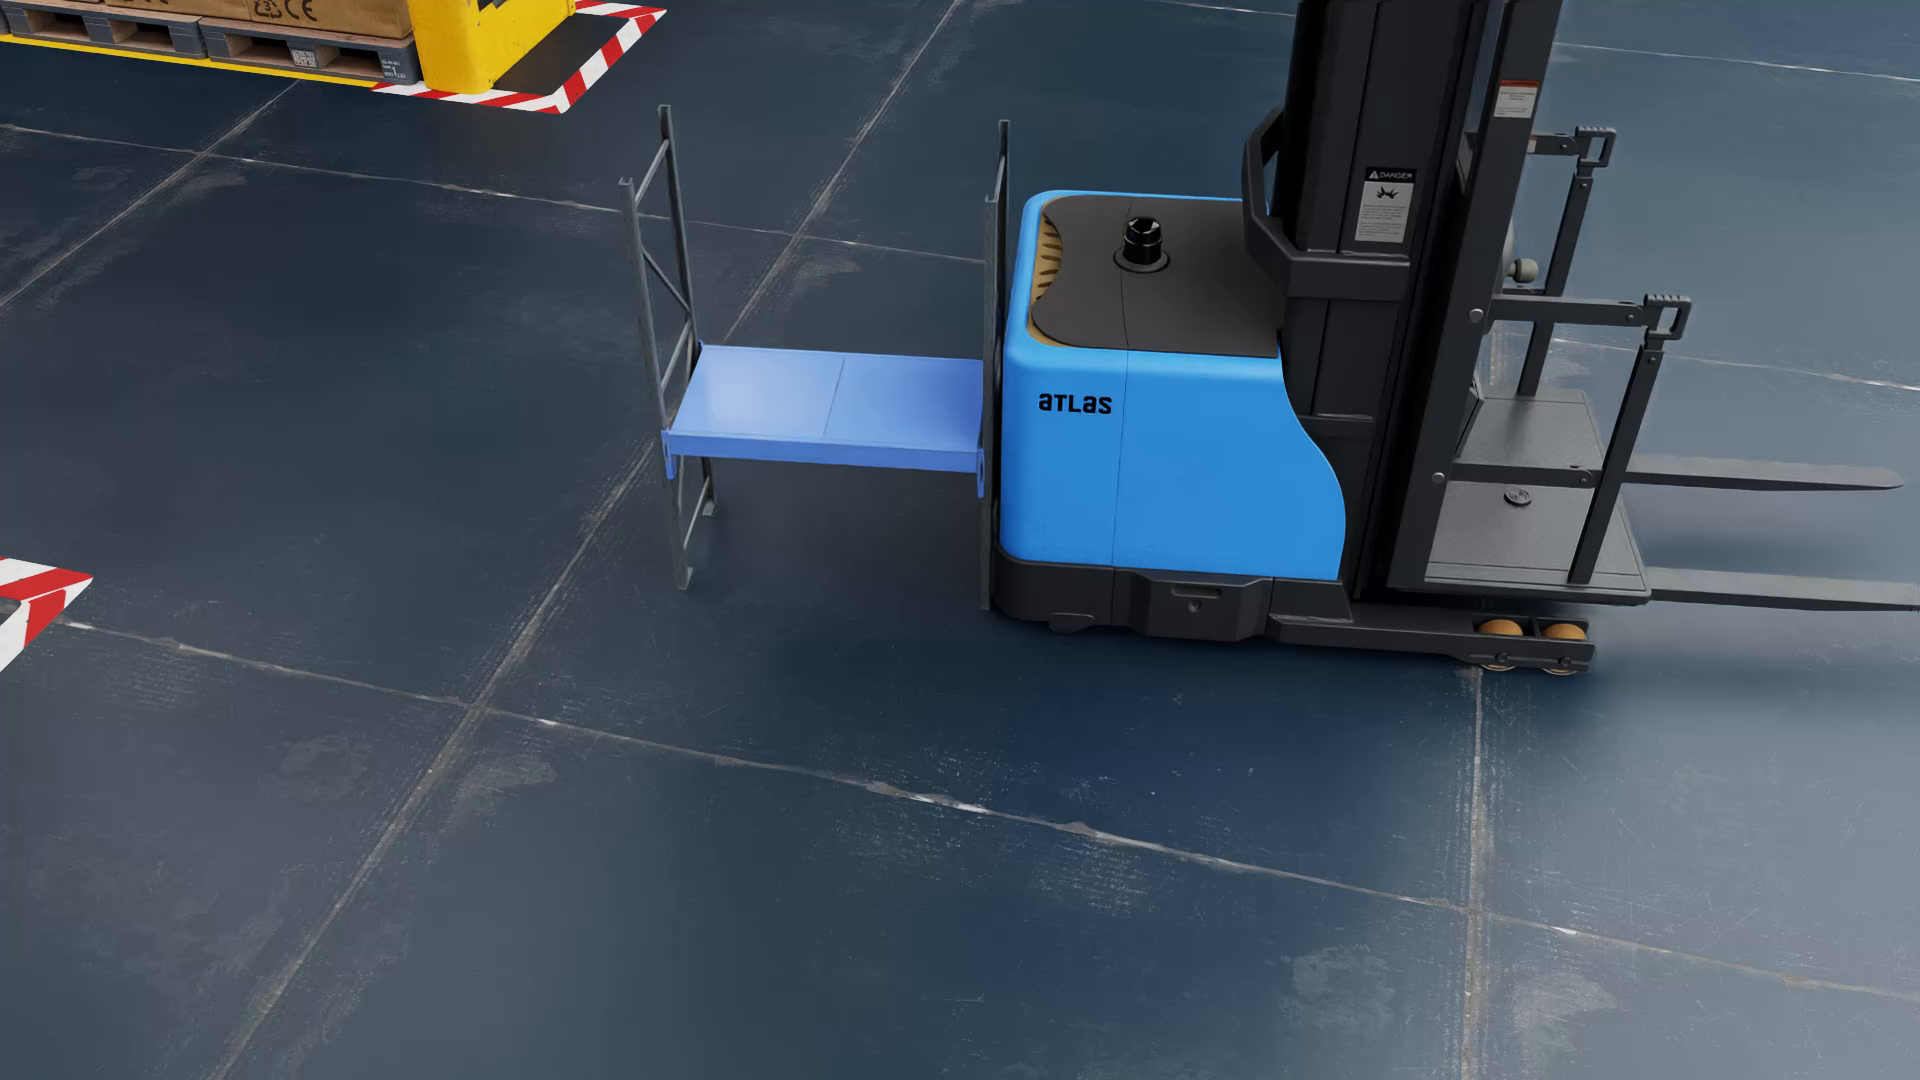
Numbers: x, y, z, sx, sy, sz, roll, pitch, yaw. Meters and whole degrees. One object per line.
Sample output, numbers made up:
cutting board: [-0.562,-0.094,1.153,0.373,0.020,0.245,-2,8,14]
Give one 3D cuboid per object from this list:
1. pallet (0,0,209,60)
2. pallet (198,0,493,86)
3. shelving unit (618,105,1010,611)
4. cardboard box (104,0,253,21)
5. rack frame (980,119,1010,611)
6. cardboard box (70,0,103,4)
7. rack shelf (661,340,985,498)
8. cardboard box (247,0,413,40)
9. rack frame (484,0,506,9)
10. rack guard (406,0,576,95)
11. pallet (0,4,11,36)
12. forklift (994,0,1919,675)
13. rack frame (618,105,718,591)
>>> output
pallet: [-4.431,-3.015,9.175,1.213,0.211,1.003,10,41,11]
pallet: [-3.256,-2.810,8.932,1.213,0.211,1.003,10,41,11]
shelving unit: [-0.399,-0.534,5.219,1.048,1.500,0.538,4,40,4]
cardboard box: [-3.986,-3.358,8.741,0.875,0.875,0.875,9,41,11]
rack frame: [0.107,-0.502,5.182,0.032,1.500,0.500,4,40,4]
cardboard box: [-4.866,-3.511,8.923,0.875,0.875,0.875,10,41,12]
rack shelf: [-0.399,-0.396,5.335,1.000,0.185,0.538,4,40,4]
cardboard box: [-3.135,-3.213,8.569,0.875,0.875,0.875,10,41,12]
rack frame: [-2.463,-3.794,7.935,0.127,3.000,1.000,10,41,11]
rack guard: [-2.440,-2.833,8.734,0.348,0.500,1.175,10,41,11]
pallet: [-5.613,-3.216,9.415,1.213,0.211,1.003,10,41,11]
forklift: [1.661,-1.057,4.730,3.031,2.935,1.130,4,40,4]
rack frame: [-0.905,-0.566,5.257,0.032,1.500,0.500,4,40,4]
